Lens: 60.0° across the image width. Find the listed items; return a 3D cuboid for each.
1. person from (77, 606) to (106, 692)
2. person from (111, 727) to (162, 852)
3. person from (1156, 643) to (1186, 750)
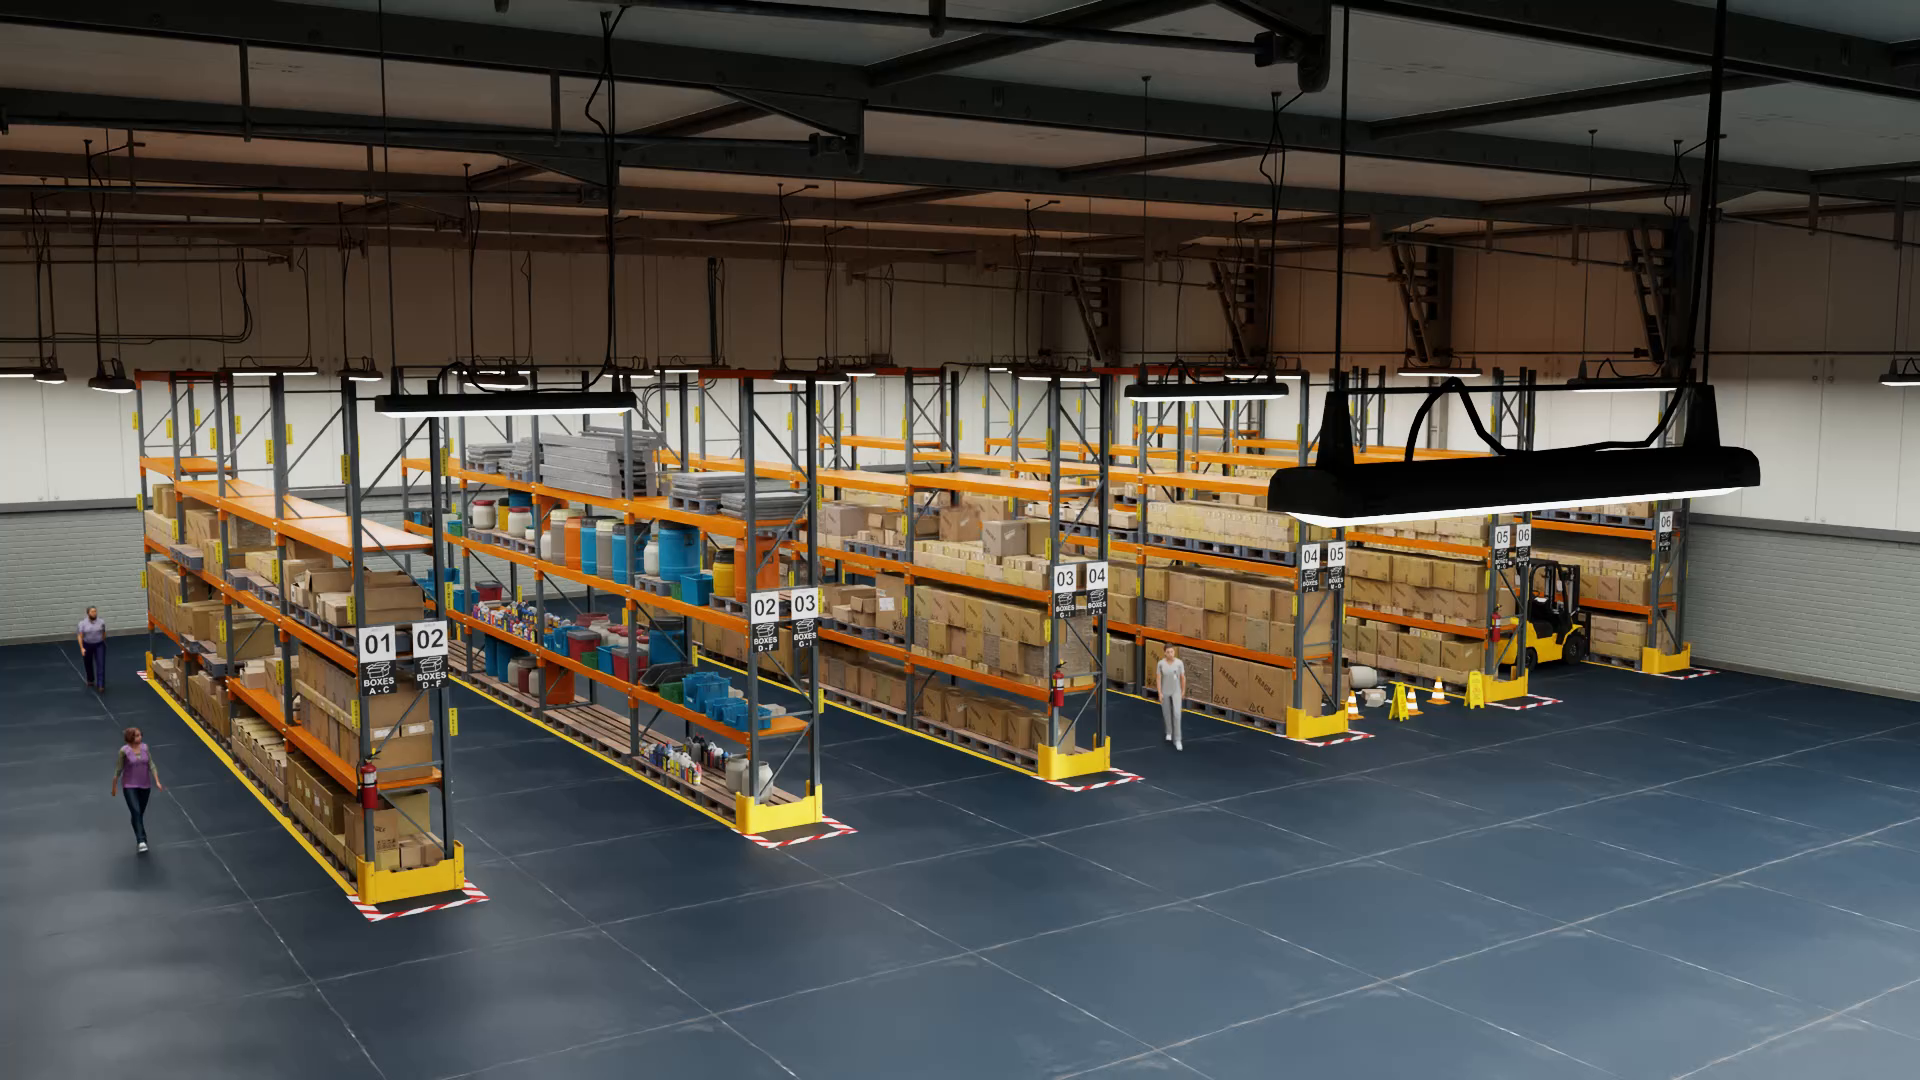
[{"bbox_3d":[-16.222,2.015,31.087,0.477,1.580,1.037,-4,7,-29],"label":"person"},{"bbox_3d":[-10.574,3.145,21.340,0.527,1.536,1.009,-6,9,-42],"label":"person"},{"bbox_3d":[3.402,2.478,26.816,0.490,1.650,0.851,2,7,14],"label":"person"}]
